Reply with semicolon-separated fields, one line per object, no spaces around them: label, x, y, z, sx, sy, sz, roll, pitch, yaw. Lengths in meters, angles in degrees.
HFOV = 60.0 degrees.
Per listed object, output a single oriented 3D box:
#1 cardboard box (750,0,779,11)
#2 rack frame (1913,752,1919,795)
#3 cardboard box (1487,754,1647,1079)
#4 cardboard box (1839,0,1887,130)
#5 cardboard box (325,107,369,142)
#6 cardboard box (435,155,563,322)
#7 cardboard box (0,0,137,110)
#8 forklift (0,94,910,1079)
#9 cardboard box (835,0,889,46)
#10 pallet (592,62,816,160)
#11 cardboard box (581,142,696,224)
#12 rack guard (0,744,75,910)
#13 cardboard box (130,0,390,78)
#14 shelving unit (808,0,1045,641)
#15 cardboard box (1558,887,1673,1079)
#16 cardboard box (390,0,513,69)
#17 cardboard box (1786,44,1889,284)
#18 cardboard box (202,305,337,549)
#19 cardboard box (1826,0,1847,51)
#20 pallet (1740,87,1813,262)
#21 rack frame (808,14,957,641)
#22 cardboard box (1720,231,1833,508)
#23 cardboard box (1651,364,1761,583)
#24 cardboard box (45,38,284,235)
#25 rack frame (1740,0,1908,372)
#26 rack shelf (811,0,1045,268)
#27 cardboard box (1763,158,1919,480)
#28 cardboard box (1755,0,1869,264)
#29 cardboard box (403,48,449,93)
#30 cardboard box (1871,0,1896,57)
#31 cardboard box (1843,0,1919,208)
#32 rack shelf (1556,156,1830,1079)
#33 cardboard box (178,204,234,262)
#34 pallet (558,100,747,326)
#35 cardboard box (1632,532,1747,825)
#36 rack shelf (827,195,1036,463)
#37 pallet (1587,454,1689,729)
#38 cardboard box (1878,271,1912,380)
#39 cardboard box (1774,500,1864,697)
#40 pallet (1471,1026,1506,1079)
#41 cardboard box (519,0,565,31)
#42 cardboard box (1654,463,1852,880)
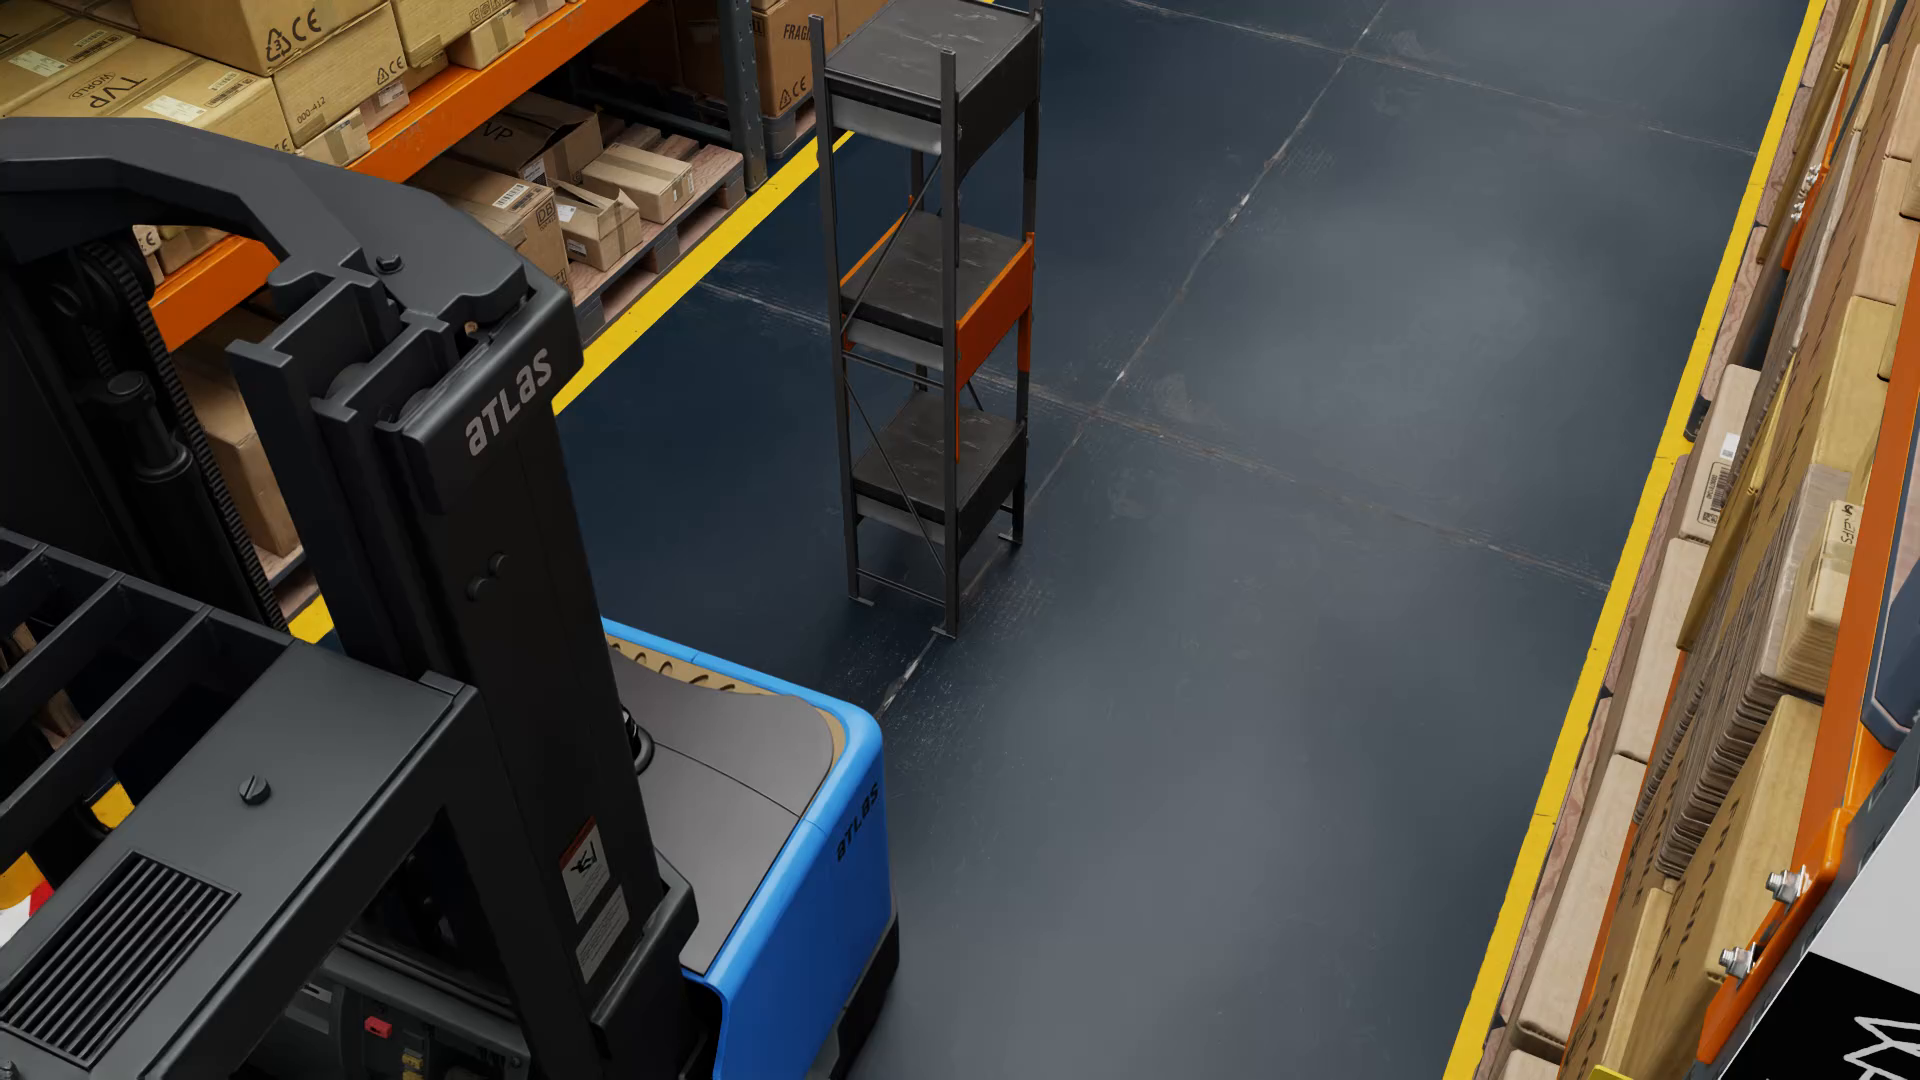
cardboard box;-0.912;-2.397;7.016;0.380;0.149;0.250;23;50;21
rack frame;1.227;-0.714;0.129;1.000;3.000;0.127;20;49;19
cardboard box;1.862;1.119;4.041;0.875;0.438;0.875;22;49;20
cardboard box;3.069;-1.438;5.168;0.500;0.250;0.500;19;48;18
cardboard box;-2.029;-1.238;5.041;0.380;0.149;0.250;22;49;20
cardboard box;-1.890;-1.045;6.136;0.700;0.500;0.500;19;48;18
cardboard box;-2.718;-1.306;4.828;0.500;0.250;0.500;22;49;20
forklift;-1.191;0.908;2.791;1.130;2.935;3.031;17;48;16
cardboard box;-0.652;-2.600;7.673;0.500;0.500;0.500;20;49;19
pallet;-0.970;-2.306;7.881;1.003;0.211;1.213;20;49;19
cardboard box;-1.313;-1.459;6.793;0.380;0.149;0.250;19;48;18
rack guard;-3.136;0.589;4.817;1.175;0.500;0.348;20;49;19
cardboard box;-2.026;-1.699;4.690;0.500;0.500;0.500;22;49;20
shelving unit;-0.077;-0.634;4.900;0.431;2.100;0.503;20;49;19
cardboard box;1.216;0.968;2.614;0.500;0.500;0.500;21;49;19
cardboard box;-1.797;-1.782;5.299;0.500;0.250;0.500;20;49;19
cardboard box;2.634;-0.951;4.511;0.500;0.500;0.500;22;49;20
cardboard box;-2.372;-0.391;5.489;0.700;0.500;0.500;22;49;21
cardboard box;4.546;-2.638;7.447;0.875;0.875;0.875;20;49;19
pallet;3.940;-1.428;7.012;1.003;0.211;1.213;20;49;19
rack frame;-0.190;-0.480;4.748;0.400;2.100;0.015;20;49;19
cardboard box;2.160;-0.324;3.891;0.500;0.500;0.500;21;49;19
cardboard box;2.697;-0.012;5.159;0.875;0.438;0.875;20;49;19
cardboard box;-2.256;-1.129;4.653;0.500;0.250;0.500;20;49;18
rack frame;3.084;-1.125;4.753;1.000;3.000;0.127;20;49;19
rack shelf;-0.077;-1.116;4.412;0.431;0.518;0.480;20;49;19
cardboard box;1.924;-0.340;3.204;0.500;0.500;0.500;20;49;19
cardboard box;3.713;-1.515;6.337;0.875;0.875;0.875;22;49;20
cardboard box;-1.898;-1.594;5.393;0.380;0.149;0.250;21;49;20
cardboard box;3.073;-1.606;4.983;0.500;0.250;0.500;20;49;19
cardboard box;2.408;-0.976;3.832;0.500;0.500;0.500;20;49;19
rack shelf;2.155;0.387;3.764;1.077;0.370;4.000;20;49;19
cardboard box;-2.318;-0.931;4.738;0.380;0.149;0.250;21;49;20
pallet;-1.634;-1.349;6.935;1.003;0.211;1.213;20;49;19
cardboard box;1.693;0.330;3.245;0.500;0.500;0.500;22;49;20
rack shelf;-0.077;-0.624;4.910;0.431;0.518;0.480;20;49;19
pallet;2.661;0.308;5.297;1.003;0.211;1.213;20;49;19
cardboard box;1.760;-0.334;2.742;0.380;0.149;0.250;22;49;20
cardboard box;1.358;0.129;2.284;0.380;0.149;0.250;20;49;19
pallet;1.529;1.845;3.778;1.003;0.211;1.213;20;49;19
cardboard box;-1.585;-1.890;5.686;0.380;0.149;0.250;22;49;20
cardboard box;1.456;0.287;2.584;0.500;0.500;0.500;21;49;19
